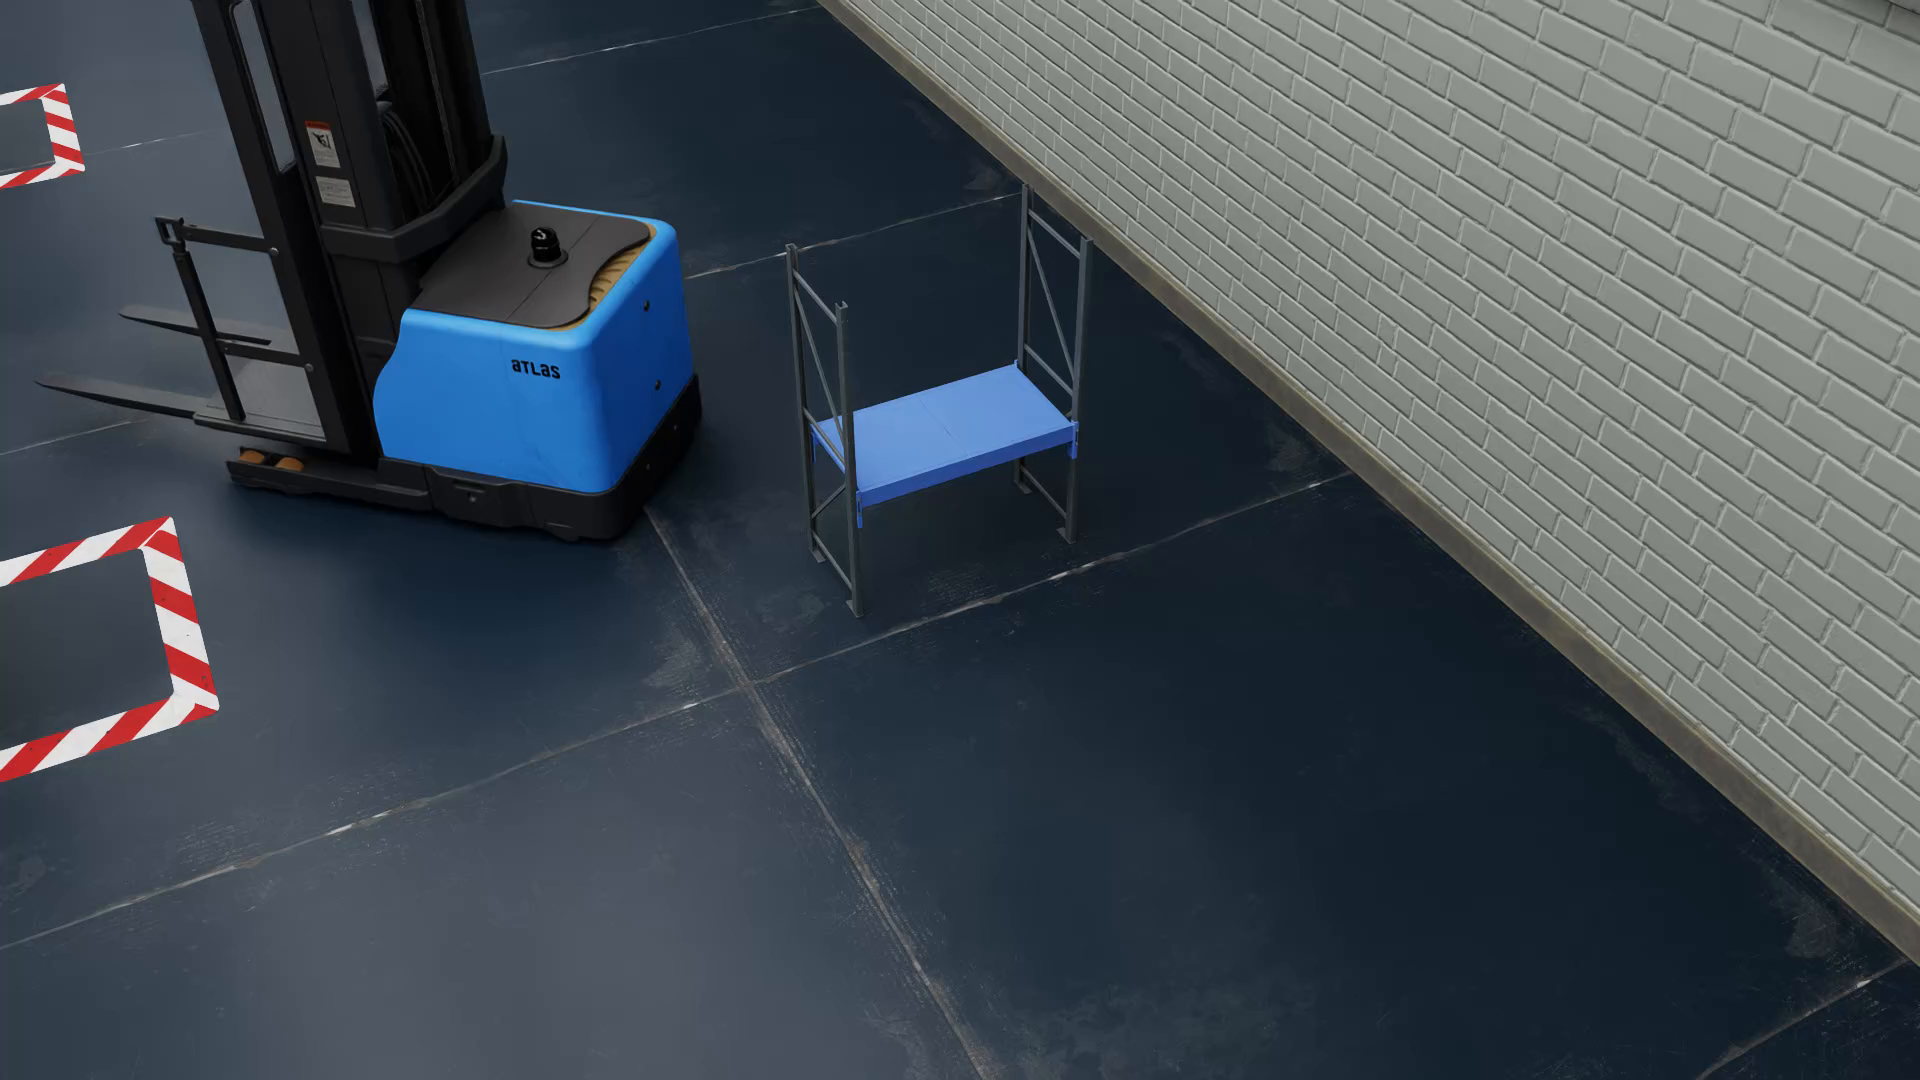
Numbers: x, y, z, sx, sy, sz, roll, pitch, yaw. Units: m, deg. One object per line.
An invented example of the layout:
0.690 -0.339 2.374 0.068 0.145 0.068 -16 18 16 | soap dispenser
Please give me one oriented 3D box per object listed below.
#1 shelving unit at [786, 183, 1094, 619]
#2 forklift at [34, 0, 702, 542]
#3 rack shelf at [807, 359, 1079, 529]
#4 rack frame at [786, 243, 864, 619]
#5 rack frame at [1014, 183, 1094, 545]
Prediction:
-0.076 -0.547 6.735 1.048 1.500 0.538 -19 44 -21 | shelving unit
-2.791 -1.640 6.919 3.031 2.935 1.130 10 41 12 | forklift
-0.076 -0.410 6.852 1.000 0.185 0.538 -19 44 -21 | rack shelf
-0.527 -0.395 6.556 0.032 1.500 0.500 -19 44 -21 | rack frame
0.375 -0.699 6.915 0.032 1.500 0.500 -19 44 -21 | rack frame
